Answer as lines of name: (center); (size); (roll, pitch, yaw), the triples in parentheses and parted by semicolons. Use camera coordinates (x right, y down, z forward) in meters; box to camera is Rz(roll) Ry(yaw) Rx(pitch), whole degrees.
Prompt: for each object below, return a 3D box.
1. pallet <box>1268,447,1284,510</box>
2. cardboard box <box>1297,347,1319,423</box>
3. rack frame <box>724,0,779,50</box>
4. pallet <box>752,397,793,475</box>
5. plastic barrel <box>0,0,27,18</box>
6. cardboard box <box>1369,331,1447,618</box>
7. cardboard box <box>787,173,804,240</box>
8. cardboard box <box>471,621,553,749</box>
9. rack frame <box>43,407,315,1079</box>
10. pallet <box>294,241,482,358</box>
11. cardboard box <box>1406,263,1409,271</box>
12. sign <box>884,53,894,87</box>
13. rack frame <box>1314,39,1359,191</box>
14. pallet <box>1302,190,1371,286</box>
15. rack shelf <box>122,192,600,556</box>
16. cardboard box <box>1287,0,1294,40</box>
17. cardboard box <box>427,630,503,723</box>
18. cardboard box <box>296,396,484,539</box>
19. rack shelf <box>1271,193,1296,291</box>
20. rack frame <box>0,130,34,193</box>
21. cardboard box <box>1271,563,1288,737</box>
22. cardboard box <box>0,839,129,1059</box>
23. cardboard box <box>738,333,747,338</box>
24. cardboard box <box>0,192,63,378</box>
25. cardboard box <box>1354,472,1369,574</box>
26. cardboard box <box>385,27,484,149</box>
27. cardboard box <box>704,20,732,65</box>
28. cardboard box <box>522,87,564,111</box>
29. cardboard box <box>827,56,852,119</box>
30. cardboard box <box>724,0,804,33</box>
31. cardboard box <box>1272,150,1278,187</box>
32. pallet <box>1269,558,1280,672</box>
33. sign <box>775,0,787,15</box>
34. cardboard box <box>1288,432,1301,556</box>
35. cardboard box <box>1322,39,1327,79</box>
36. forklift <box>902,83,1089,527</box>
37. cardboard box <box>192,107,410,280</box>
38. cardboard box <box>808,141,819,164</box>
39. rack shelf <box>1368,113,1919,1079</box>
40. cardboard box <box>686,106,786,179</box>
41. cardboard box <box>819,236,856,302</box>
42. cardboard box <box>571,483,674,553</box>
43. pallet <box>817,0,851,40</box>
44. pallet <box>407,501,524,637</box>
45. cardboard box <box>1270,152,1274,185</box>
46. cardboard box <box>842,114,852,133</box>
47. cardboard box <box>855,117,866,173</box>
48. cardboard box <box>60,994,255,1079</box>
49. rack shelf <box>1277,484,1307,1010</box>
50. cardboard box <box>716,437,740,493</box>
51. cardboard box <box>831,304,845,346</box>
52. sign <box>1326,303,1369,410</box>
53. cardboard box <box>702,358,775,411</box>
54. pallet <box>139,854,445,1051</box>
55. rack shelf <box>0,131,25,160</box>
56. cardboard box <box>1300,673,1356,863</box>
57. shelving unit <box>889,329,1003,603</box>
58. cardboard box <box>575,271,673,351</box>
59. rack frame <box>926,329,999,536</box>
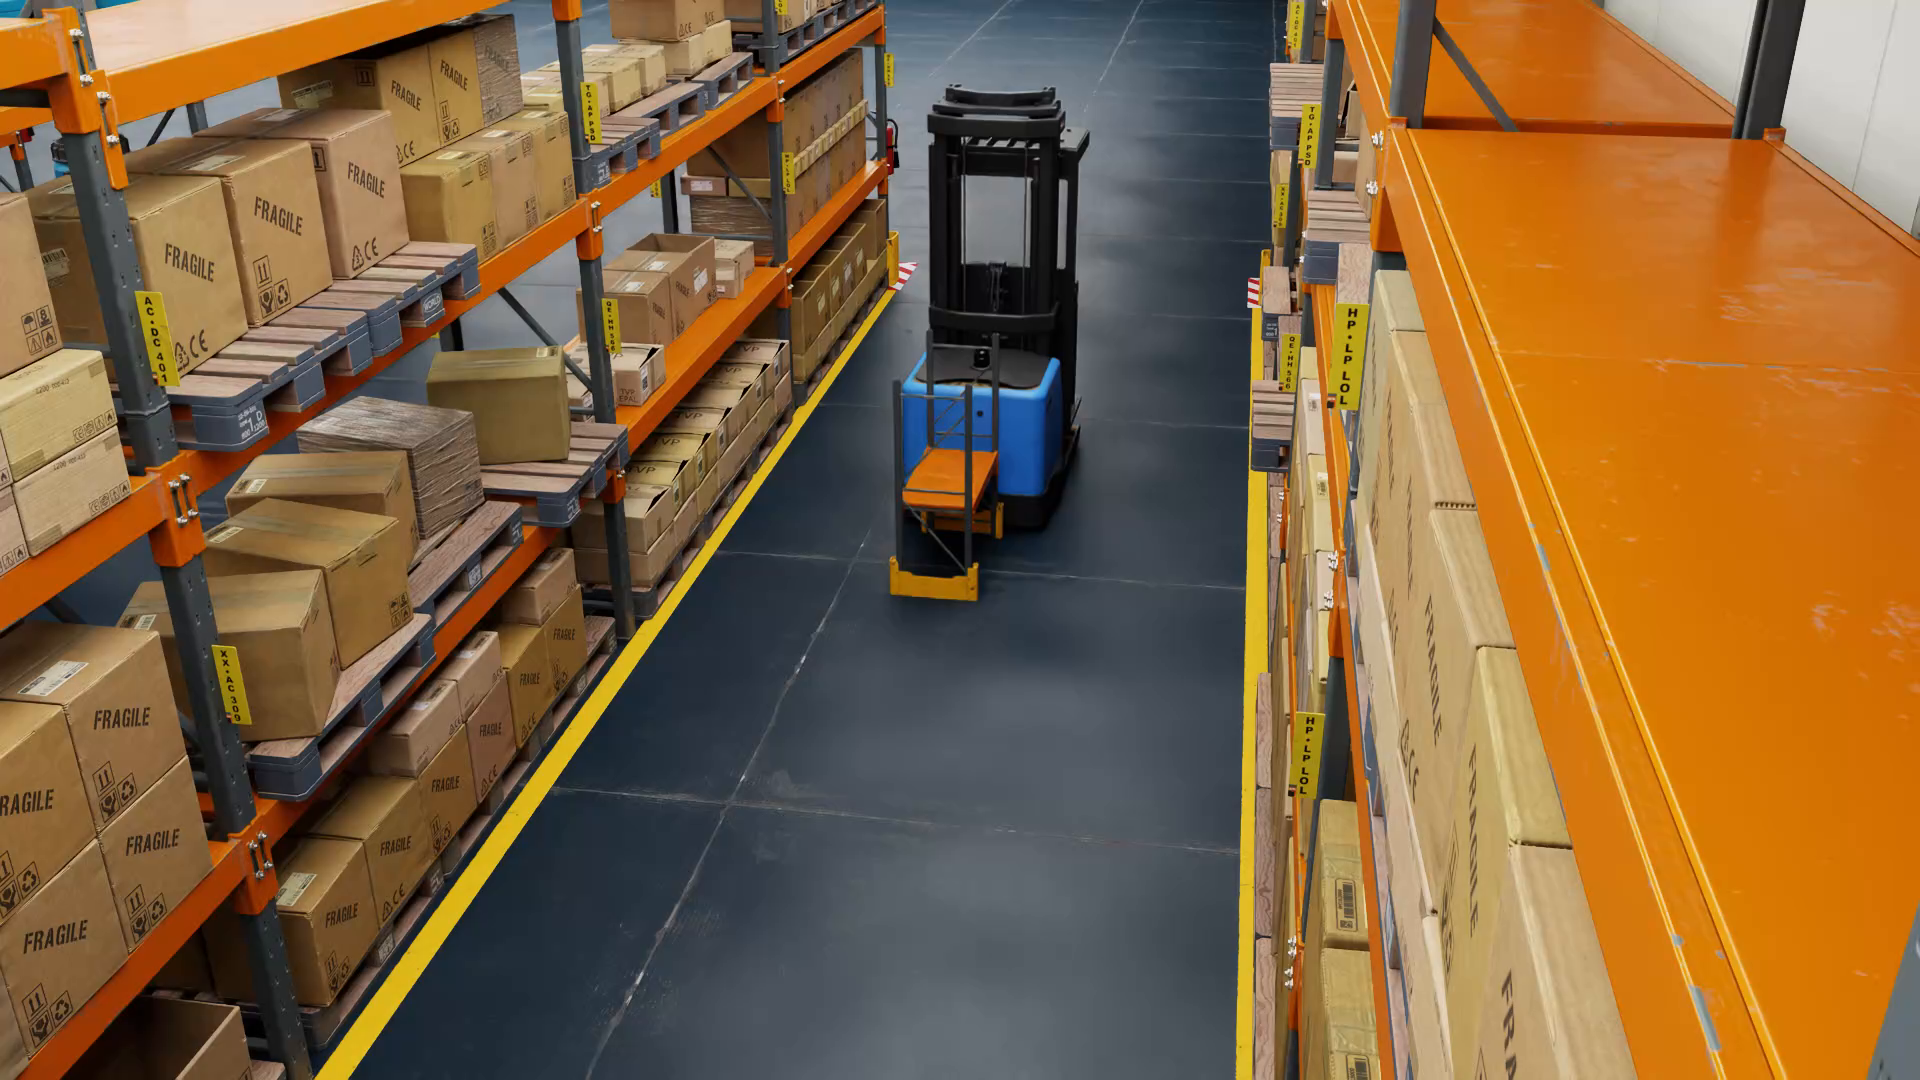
pallet: (2.860, -0.525, 12.667); (1.003, 0.211, 1.213); (4, 25, 9)
cardboard box: (1.999, -0.785, 8.557); (0.500, 0.250, 0.500); (5, 25, 10)
rack frame: (-1.902, -5.172, 12.230); (1.000, 3.000, 0.127); (4, 25, 9)
pallet: (-1.984, -0.882, 13.429); (1.003, 0.211, 1.213); (4, 25, 9)
plastic barrel: (-6.871, -3.611, 11.841); (0.600, 0.901, 0.708); (4, 25, 9)
cardboard box: (1.207, -0.139, 3.695); (0.500, 0.500, 0.500); (3, 25, 7)
cardboard box: (-1.756, -2.908, 14.350); (0.700, 0.500, 0.500); (4, 25, 8)
cardboard box: (-2.562, 0.774, 9.031); (0.500, 0.500, 0.500); (3, 25, 7)
rack frame: (-3.209, 0.891, 6.353); (1.000, 3.000, 0.127); (4, 25, 9)
pallet: (-2.867, -1.085, 7.257); (1.213, 0.211, 1.003); (4, 25, 9)
cardboard box: (1.957, -0.969, 6.150); (0.700, 0.500, 0.500); (4, 25, 8)
sign: (-0.715, -4.717, 16.687); (0.100, 0.325, 0.005); (4, 25, 9)
rack frame: (2.332, -3.158, 7.926); (1.000, 3.000, 0.127); (4, 25, 9)
pallet: (2.279, -1.441, 8.019); (1.213, 0.211, 1.003); (5, 26, 11)
rack shelf: (-2.883, -0.979, 7.657); (1.077, 0.370, 4.000); (4, 25, 9)
cardboard box: (3.134, -4.637, 14.483); (0.500, 0.500, 0.500); (5, 26, 11)
cardboard box: (-2.645, 0.670, 8.369); (0.500, 0.250, 0.500); (4, 25, 8)
cardboard box: (-2.885, -0.377, 8.449); (0.700, 0.500, 0.500); (9, 27, 18)
rack shelf: (3.312, -2.624, 14.711); (1.077, 0.370, 4.000); (4, 25, 9)
rack frame: (-11.021, -4.816, 18.545); (1.000, 3.000, 0.127); (4, 25, 9)
cardboard box: (2.082, 0.641, 8.927); (0.750, 0.750, 0.750); (4, 25, 8)
cardboard box: (-3.121, 1.288, 5.387); (0.500, 0.500, 0.500); (5, 25, 10)
cardboard box: (-2.042, -1.609, 14.442); (0.500, 0.250, 0.500); (4, 25, 9)
cardboard box: (-3.251, -0.760, 5.044); (0.700, 0.500, 0.500); (4, 25, 9)
cardboard box: (1.305, -0.023, 4.331); (0.500, 0.250, 0.500); (4, 25, 8)
cardboard box: (-2.717, -2.244, 8.214); (0.500, 0.500, 0.500); (4, 25, 9)
cardboard box: (-2.012, -3.679, 12.259); (0.500, 0.250, 0.500); (7, 26, 14)
cardboard box: (-2.537, -2.457, 9.648); (0.500, 0.250, 0.500); (2, 25, 5)
cardboard box: (-1.426, -4.324, 15.846); (0.700, 0.500, 0.500); (3, 25, 7)
cardboard box: (-1.560, -4.305, 13.137); (0.500, 0.500, 0.500); (6, 26, 13)
cardboard box: (3.084, -3.467, 14.931); (0.500, 0.500, 0.500); (3, 25, 7)
pallet: (2.461, 0.495, 10.487); (1.003, 0.211, 1.213); (4, 25, 9)
sign: (-1.365, -4.157, 12.618); (0.100, 0.325, 0.005); (4, 25, 9)
cardboard box: (1.905, -0.226, 8.246); (0.500, 0.500, 0.500); (5, 26, 10)
cardboard box: (2.817, -3.485, 11.549); (0.500, 0.500, 0.500); (8, 26, 16)
forklift: (0.361, -2.018, 12.648); (1.130, 2.935, 3.031); (5, 25, 10)
cardboard box: (-2.839, -1.512, 7.217); (0.600, 0.600, 0.600); (3, 25, 6)
cardboard box: (-1.460, -3.433, 14.706); (0.380, 0.149, 0.250); (3, 25, 7)
rack shelf: (1.351, -0.141, 2.802); (1.077, 0.370, 4.000); (4, 25, 9)
cardboard box: (-1.836, -3.274, 13.603); (0.700, 0.500, 0.500); (4, 25, 9)
cardboard box: (-1.274, -2.540, 15.545); (0.500, 0.500, 0.500); (4, 25, 9)
cardboard box: (-2.180, -0.180, 10.727); (0.500, 0.311, 0.500); (5, 26, 10)
pallet: (-1.586, -4.641, 14.737); (1.003, 0.211, 1.213); (4, 25, 9)
pallet: (-2.869, 0.118, 8.230); (1.003, 0.211, 1.213); (4, 25, 9)
cardboard box: (3.246, -3.546, 15.984); (0.500, 0.250, 0.500); (3, 25, 7)
cardboard box: (-1.249, -3.973, 15.860); (0.380, 0.149, 0.250); (4, 25, 9)
cardboard box: (-1.337, -3.979, 16.639); (0.700, 0.500, 0.500); (4, 25, 9)
cardboard box: (-3.023, 2.081, 6.239); (0.500, 0.500, 0.500); (4, 25, 9)
rack shelf: (2.005, 0.722, 7.563); (1.077, 0.370, 4.000); (4, 25, 9)
cardboard box: (-1.936, -0.569, 12.219); (0.500, 0.250, 0.500); (5, 25, 10)
cardboard box: (-1.354, -1.991, 15.257); (0.500, 0.250, 0.500); (4, 25, 9)
sign: (1.141, -0.537, 4.883); (0.100, 0.325, 0.005); (4, 25, 9)
cardboard box: (-1.764, -1.247, 13.006); (0.500, 0.311, 0.500); (5, 25, 10)
pallet: (-3.114, 1.811, 7.677); (1.003, 0.211, 1.213); (4, 25, 9)
rack shelf: (-11.348, -3.654, 16.911); (1.077, 0.370, 4.000); (4, 25, 9)
cardboard box: (1.505, 0.833, 5.985); (0.500, 0.500, 0.500); (4, 25, 8)
shelving unit: (-0.078, -0.515, 11.125); (0.587, 1.500, 1.083); (5, 25, 10)
cardboard box: (-2.298, -1.531, 11.408); (0.500, 0.500, 0.500); (3, 25, 6)
rack frame: (0.018, -0.730, 11.586); (0.500, 1.500, 0.032); (5, 25, 10)
